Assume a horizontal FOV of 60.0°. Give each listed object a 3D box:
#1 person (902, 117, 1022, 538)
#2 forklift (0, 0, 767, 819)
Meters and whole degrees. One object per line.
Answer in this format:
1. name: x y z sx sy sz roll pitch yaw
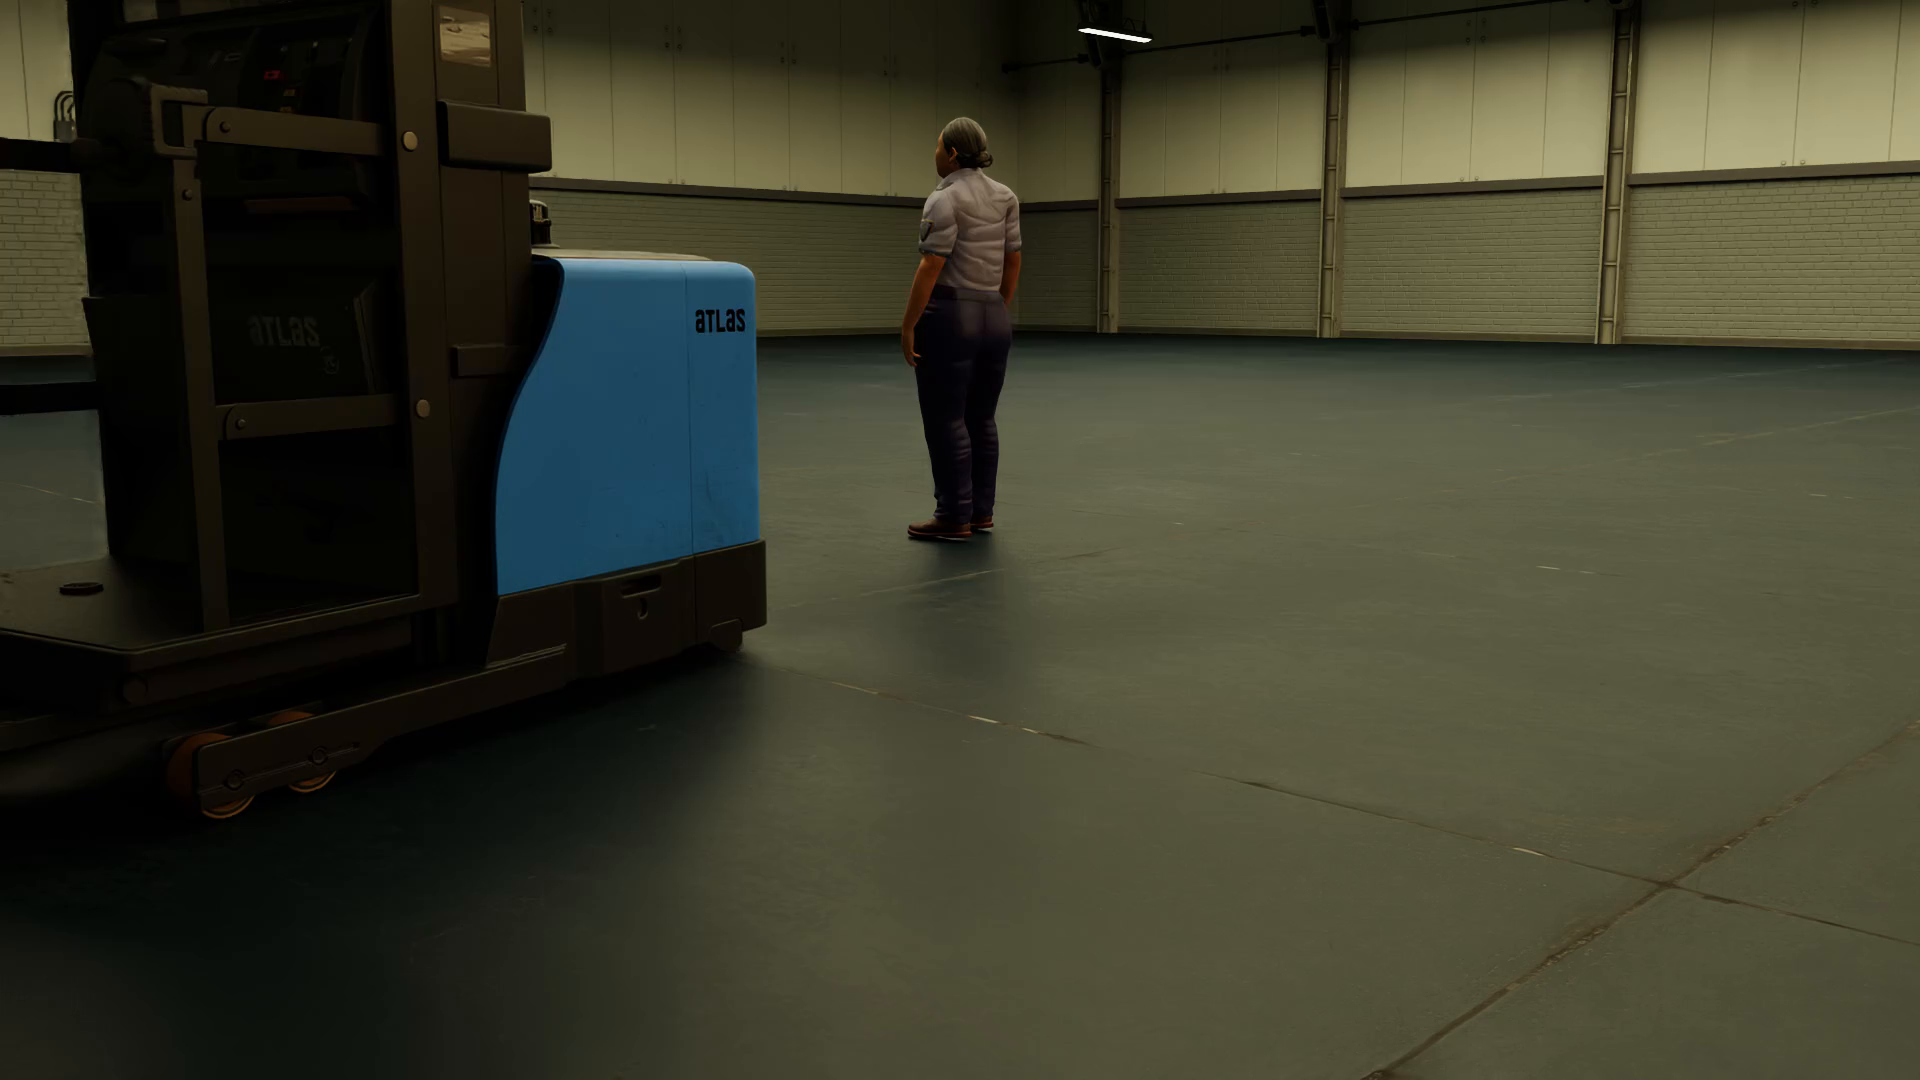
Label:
1. person: -0.048 -0.834 6.671 0.503 1.651 0.598 8 12 43
2. forklift: -1.718 -0.993 3.468 1.130 2.935 3.031 5 10 30
